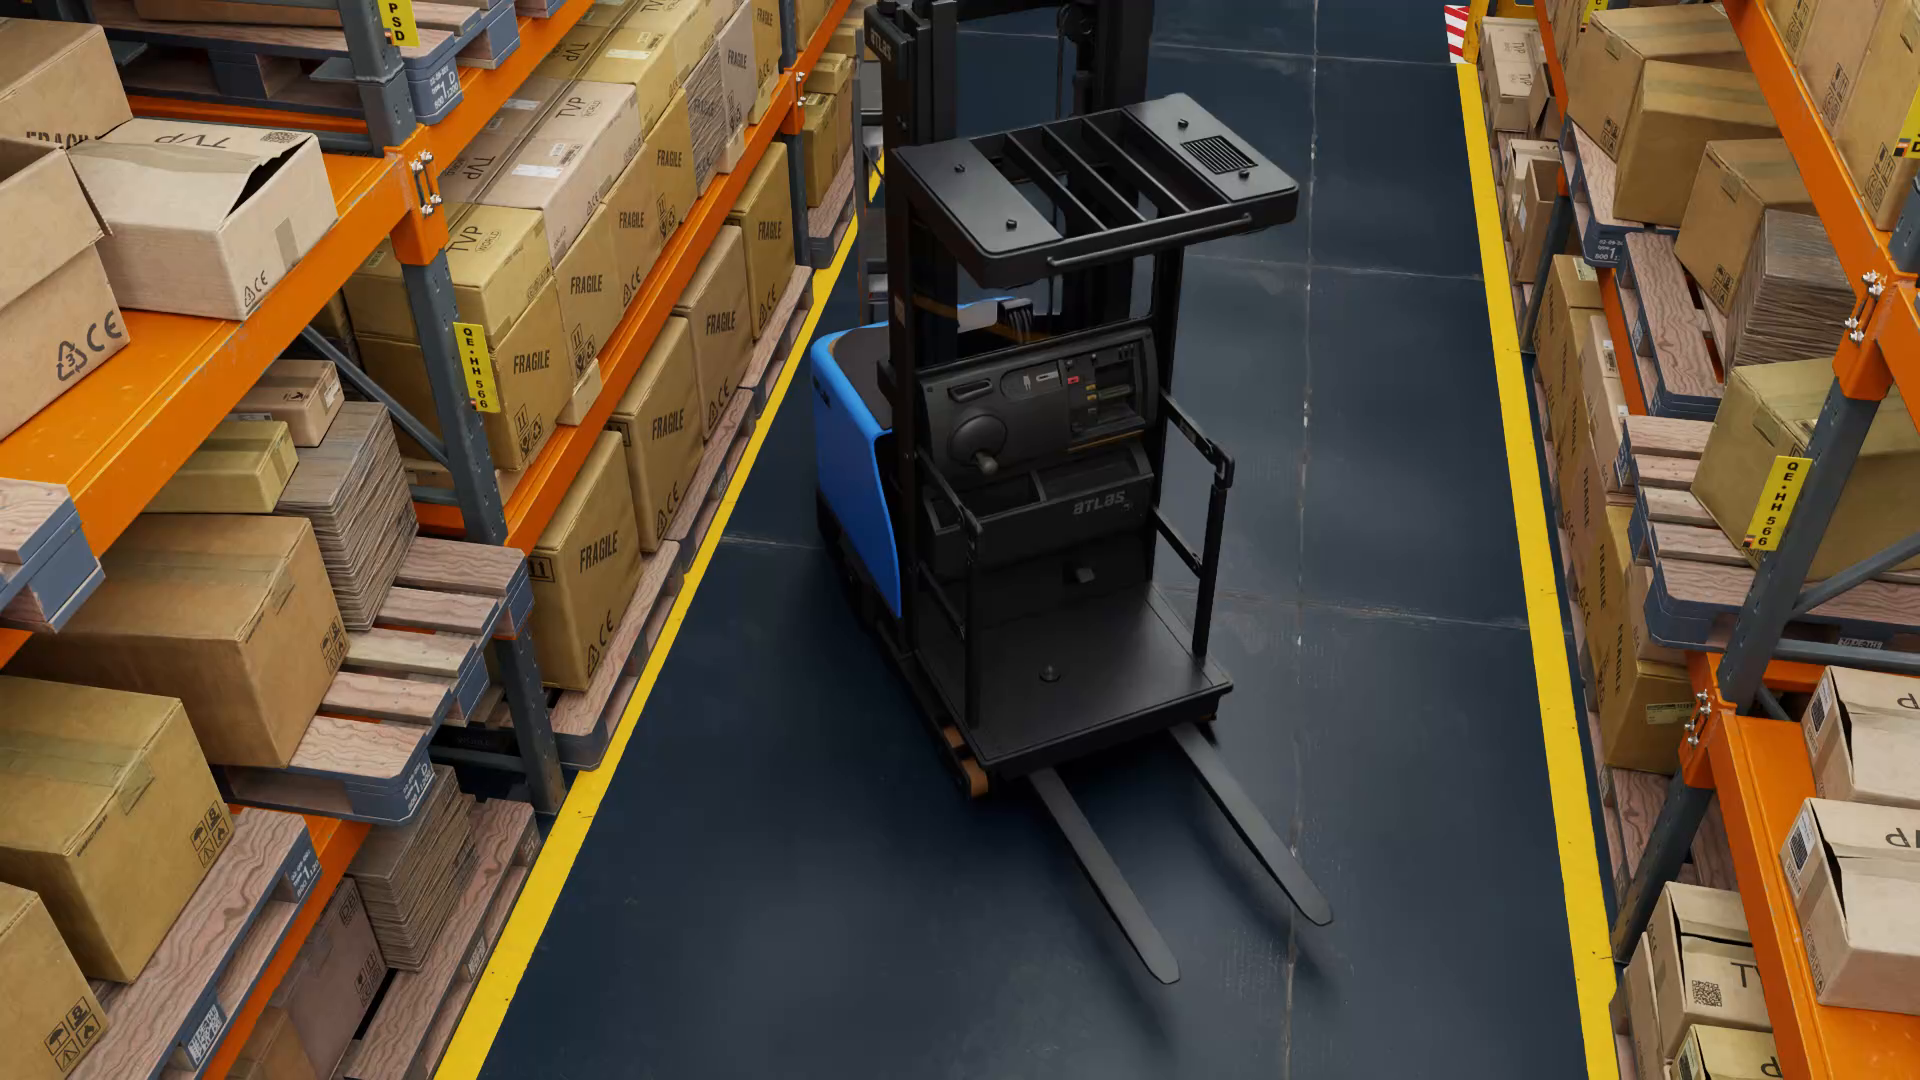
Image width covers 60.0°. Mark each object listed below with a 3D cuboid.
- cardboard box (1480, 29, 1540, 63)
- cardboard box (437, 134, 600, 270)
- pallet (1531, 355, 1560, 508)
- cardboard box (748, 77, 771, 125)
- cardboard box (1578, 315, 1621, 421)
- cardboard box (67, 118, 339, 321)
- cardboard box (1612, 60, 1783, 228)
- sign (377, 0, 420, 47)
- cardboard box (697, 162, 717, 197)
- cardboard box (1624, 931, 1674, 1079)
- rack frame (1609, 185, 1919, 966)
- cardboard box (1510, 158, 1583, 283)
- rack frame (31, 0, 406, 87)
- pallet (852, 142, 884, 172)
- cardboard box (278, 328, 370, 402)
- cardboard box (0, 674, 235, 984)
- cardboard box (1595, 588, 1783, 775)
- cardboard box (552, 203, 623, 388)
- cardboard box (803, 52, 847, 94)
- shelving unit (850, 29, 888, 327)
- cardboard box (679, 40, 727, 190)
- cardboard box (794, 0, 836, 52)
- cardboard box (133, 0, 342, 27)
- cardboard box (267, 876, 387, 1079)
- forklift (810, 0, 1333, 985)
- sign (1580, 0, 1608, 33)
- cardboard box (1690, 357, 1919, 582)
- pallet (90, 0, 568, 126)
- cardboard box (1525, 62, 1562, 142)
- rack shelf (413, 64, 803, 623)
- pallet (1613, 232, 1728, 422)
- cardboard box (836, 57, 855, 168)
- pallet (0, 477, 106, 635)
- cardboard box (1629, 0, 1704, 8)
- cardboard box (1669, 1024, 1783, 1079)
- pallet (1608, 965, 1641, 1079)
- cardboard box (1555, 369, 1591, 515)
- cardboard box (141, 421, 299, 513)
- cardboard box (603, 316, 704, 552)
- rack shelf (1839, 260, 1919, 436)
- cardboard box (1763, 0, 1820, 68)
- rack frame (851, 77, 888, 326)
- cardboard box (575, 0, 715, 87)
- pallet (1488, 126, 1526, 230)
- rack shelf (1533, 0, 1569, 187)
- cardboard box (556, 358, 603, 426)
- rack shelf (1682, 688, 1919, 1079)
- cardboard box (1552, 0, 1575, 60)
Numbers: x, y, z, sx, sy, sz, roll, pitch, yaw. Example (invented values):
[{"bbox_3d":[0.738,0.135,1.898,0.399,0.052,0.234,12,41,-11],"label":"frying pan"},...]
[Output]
[{"bbox_3d":[3.762,-3.347,11.322,0.380,0.166,0.250,6,40,8],"label":"cardboard box"},{"bbox_3d":[-1.623,-1.218,5.953,0.500,0.250,0.500,6,40,7],"label":"cardboard box"},{"bbox_3d":[3.421,-0.551,8.251,1.003,0.211,1.213,6,40,8],"label":"pallet"},{"bbox_3d":[-1.156,-2.191,8.227,0.380,0.149,0.250,7,40,8],"label":"cardboard box"},{"bbox_3d":[3.027,-0.731,7.308,0.500,0.250,0.500,6,40,8],"label":"cardboard box"},{"bbox_3d":[-1.906,-0.822,4.090,0.500,0.311,0.500,6,40,8],"label":"cardboard box"},{"bbox_3d":[3.165,-1.630,6.959,0.700,0.500,0.500,12,41,15],"label":"cardboard box"},{"bbox_3d":[-1.514,-1.468,4.412,0.100,0.325,0.005,6,40,8],"label":"sign"},{"bbox_3d":[-1.340,-1.715,7.652,0.380,0.149,0.250,6,40,8],"label":"cardboard box"},{"bbox_3d":[2.452,1.564,5.333,0.500,0.250,0.500,6,40,8],"label":"cardboard box"},{"bbox_3d":[2.832,0.370,4.949,1.000,3.000,0.127,6,40,8],"label":"rack frame"},{"bbox_3d":[3.343,-1.735,9.112,0.500,0.500,0.500,6,40,8],"label":"cardboard box"},{"bbox_3d":[-2.048,-2.486,3.695,1.000,3.000,0.127,6,40,8],"label":"rack frame"},{"bbox_3d":[-0.938,-2.846,11.027,1.003,0.211,1.213,6,40,8],"label":"pallet"},{"bbox_3d":[-2.226,-0.660,5.867,0.500,0.500,0.500,7,40,8],"label":"cardboard box"},{"bbox_3d":[-2.313,0.698,4.128,0.700,0.500,0.500,6,40,8],"label":"cardboard box"},{"bbox_3d":[2.763,0.551,6.346,0.500,0.500,0.500,8,40,9],"label":"cardboard box"},{"bbox_3d":[-1.612,-0.939,6.204,0.500,0.500,0.500,8,40,9],"label":"cardboard box"},{"bbox_3d":[-0.886,-2.786,9.888,0.380,0.149,0.250,8,40,9],"label":"cardboard box"},{"bbox_3d":[-0.243,-1.211,7.567,0.431,2.100,0.503,-1,40,-1],"label":"shelving unit"},{"bbox_3d":[-1.361,-1.892,7.357,0.500,0.500,0.500,6,40,8],"label":"cardboard box"},{"bbox_3d":[-1.246,-3.139,8.957,0.980,0.700,0.700,7,40,8],"label":"cardboard box"},{"bbox_3d":[-2.022,-1.843,4.847,0.700,0.500,0.500,3,40,4],"label":"cardboard box"},{"bbox_3d":[-2.325,1.388,5.334,0.700,0.500,0.500,6,40,8],"label":"cardboard box"},{"bbox_3d":[0.393,-0.431,5.971,1.130,2.935,3.031,-16,42,-18],"label":"forklift"},{"bbox_3d":[2.988,-2.529,7.776,0.100,0.325,0.005,6,40,8],"label":"sign"},{"bbox_3d":[2.830,-0.238,5.276,0.700,0.500,0.500,-6,40,-7],"label":"cardboard box"},{"bbox_3d":[-1.988,-1.667,5.207,1.213,0.211,1.003,8,40,10],"label":"pallet"},{"bbox_3d":[3.844,-2.528,10.067,0.797,0.503,0.637,6,40,8],"label":"cardboard box"},{"bbox_3d":[-1.702,-1.152,7.354,1.077,0.370,4.000,6,40,8],"label":"rack shelf"},{"bbox_3d":[3.164,-0.777,6.487,1.003,0.211,1.213,6,40,8],"label":"pallet"},{"bbox_3d":[-1.035,-2.656,10.240,0.700,0.500,0.500,6,40,7],"label":"cardboard box"},{"bbox_3d":[-2.352,0.226,2.916,1.213,0.211,1.003,6,40,8],"label":"pallet"},{"bbox_3d":[3.357,-2.910,8.053,0.500,0.500,0.500,7,40,8],"label":"cardboard box"},{"bbox_3d":[2.369,1.679,4.754,0.500,0.311,0.500,5,40,7],"label":"cardboard box"},{"bbox_3d":[2.651,1.957,5.217,1.003,0.211,1.213,6,40,8],"label":"pallet"},{"bbox_3d":[3.025,-0.421,7.522,0.500,0.500,0.500,7,40,8],"label":"cardboard box"},{"bbox_3d":[-2.119,-0.209,4.716,0.380,0.149,0.250,0,40,0],"label":"cardboard box"},{"bbox_3d":[-1.633,-0.503,7.362,0.750,0.750,0.750,6,40,7],"label":"cardboard box"},{"bbox_3d":[2.486,0.746,2.704,1.077,0.370,4.000,6,40,8],"label":"rack shelf"},{"bbox_3d":[3.053,-1.749,5.078,0.910,0.500,0.500,6,40,8],"label":"cardboard box"},{"bbox_3d":[-0.238,-1.056,7.379,0.400,2.100,0.015,-1,40,-1],"label":"rack frame"},{"bbox_3d":[-1.371,-2.173,7.108,0.500,0.250,0.500,7,40,9],"label":"cardboard box"},{"bbox_3d":[3.853,-2.264,10.323,1.003,0.211,1.213,6,40,8],"label":"pallet"},{"bbox_3d":[3.870,-3.118,9.732,1.077,0.370,4.000,6,40,8],"label":"rack shelf"},{"bbox_3d":[-1.581,-0.581,6.280,0.380,0.149,0.250,8,40,9],"label":"cardboard box"},{"bbox_3d":[2.486,1.902,3.660,1.077,0.370,4.000,6,40,8],"label":"rack shelf"},{"bbox_3d":[3.446,-2.845,8.758,0.500,0.500,0.500,7,40,9],"label":"cardboard box"}]
